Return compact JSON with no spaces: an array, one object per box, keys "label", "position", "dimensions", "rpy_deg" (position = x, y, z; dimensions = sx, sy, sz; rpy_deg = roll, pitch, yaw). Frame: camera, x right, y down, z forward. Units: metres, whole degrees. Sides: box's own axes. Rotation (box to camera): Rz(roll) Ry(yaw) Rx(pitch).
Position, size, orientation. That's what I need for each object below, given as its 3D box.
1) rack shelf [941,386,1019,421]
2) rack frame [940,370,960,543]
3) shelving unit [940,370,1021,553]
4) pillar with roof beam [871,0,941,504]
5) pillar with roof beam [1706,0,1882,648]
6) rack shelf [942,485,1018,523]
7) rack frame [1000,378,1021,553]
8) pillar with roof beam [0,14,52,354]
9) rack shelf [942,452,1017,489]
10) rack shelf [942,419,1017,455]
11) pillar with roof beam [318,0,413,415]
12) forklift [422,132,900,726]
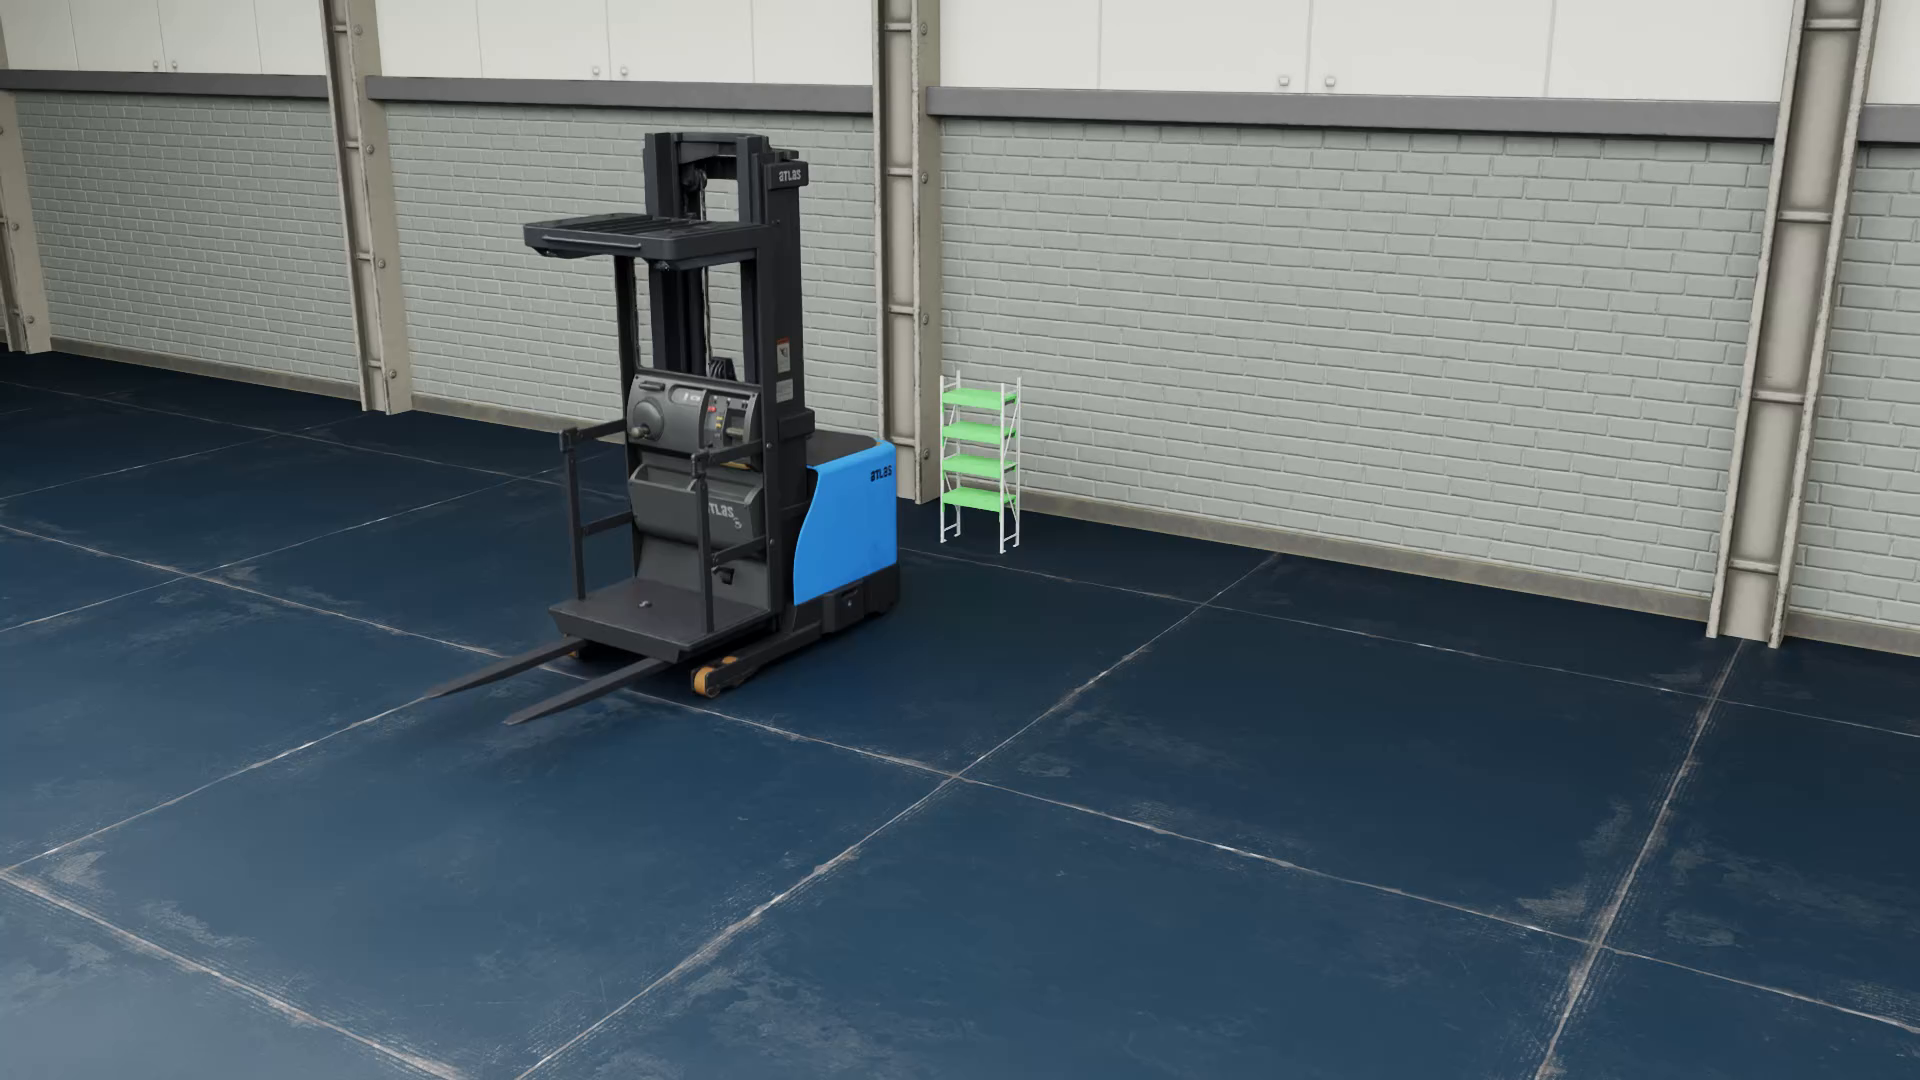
[{"label":"rack shelf","position":[0.141,-0.947,11.503],"dimensions":[0.480,0.148,0.258],"rpy_deg":[10,20,30]},{"label":"rack frame","position":[-0.067,-0.586,11.746],"dimensions":[0.015,1.200,0.240],"rpy_deg":[10,20,30]},{"label":"shelving unit","position":[0.141,-0.549,11.624],"dimensions":[0.503,1.200,0.258],"rpy_deg":[10,20,30]},{"label":"pillar with roof beam","position":[-2.642,-3.581,8.189],"dimensions":[0.400,9.000,9.100],"rpy_deg":[10,20,30]},{"label":"pillar with roof beam","position":[2.470,-2.669,5.184],"dimensions":[0.400,9.000,9.100],"rpy_deg":[10,20,30]},{"label":"rack shelf","position":[0.141,-0.258,11.712],"dimensions":[0.480,0.148,0.258],"rpy_deg":[10,20,30]},{"label":"rack frame","position":[0.349,-0.512,11.502],"dimensions":[0.015,1.200,0.240],"rpy_deg":[10,20,30]},{"label":"pillar with roof beam","position":[-12.868,-5.407,14.198],"dimensions":[0.400,9.000,9.100],"rpy_deg":[10,20,30]},{"label":"rack shelf","position":[0.141,-0.488,11.643],"dimensions":[0.480,0.148,0.258],"rpy_deg":[10,20,30]},{"label":"rack shelf","position":[0.141,-0.717,11.573],"dimensions":[0.480,0.148,0.258],"rpy_deg":[10,20,30]},{"label":"pillar with roof beam","position":[-7.755,-4.494,11.193],"dimensions":[0.400,9.000,9.100],"rpy_deg":[10,20,30]},{"label":"forklift","position":[-1.621,-0.703,9.153],"dimensions":[1.130,2.935,3.031],"rpy_deg":[11,20,33]}]
